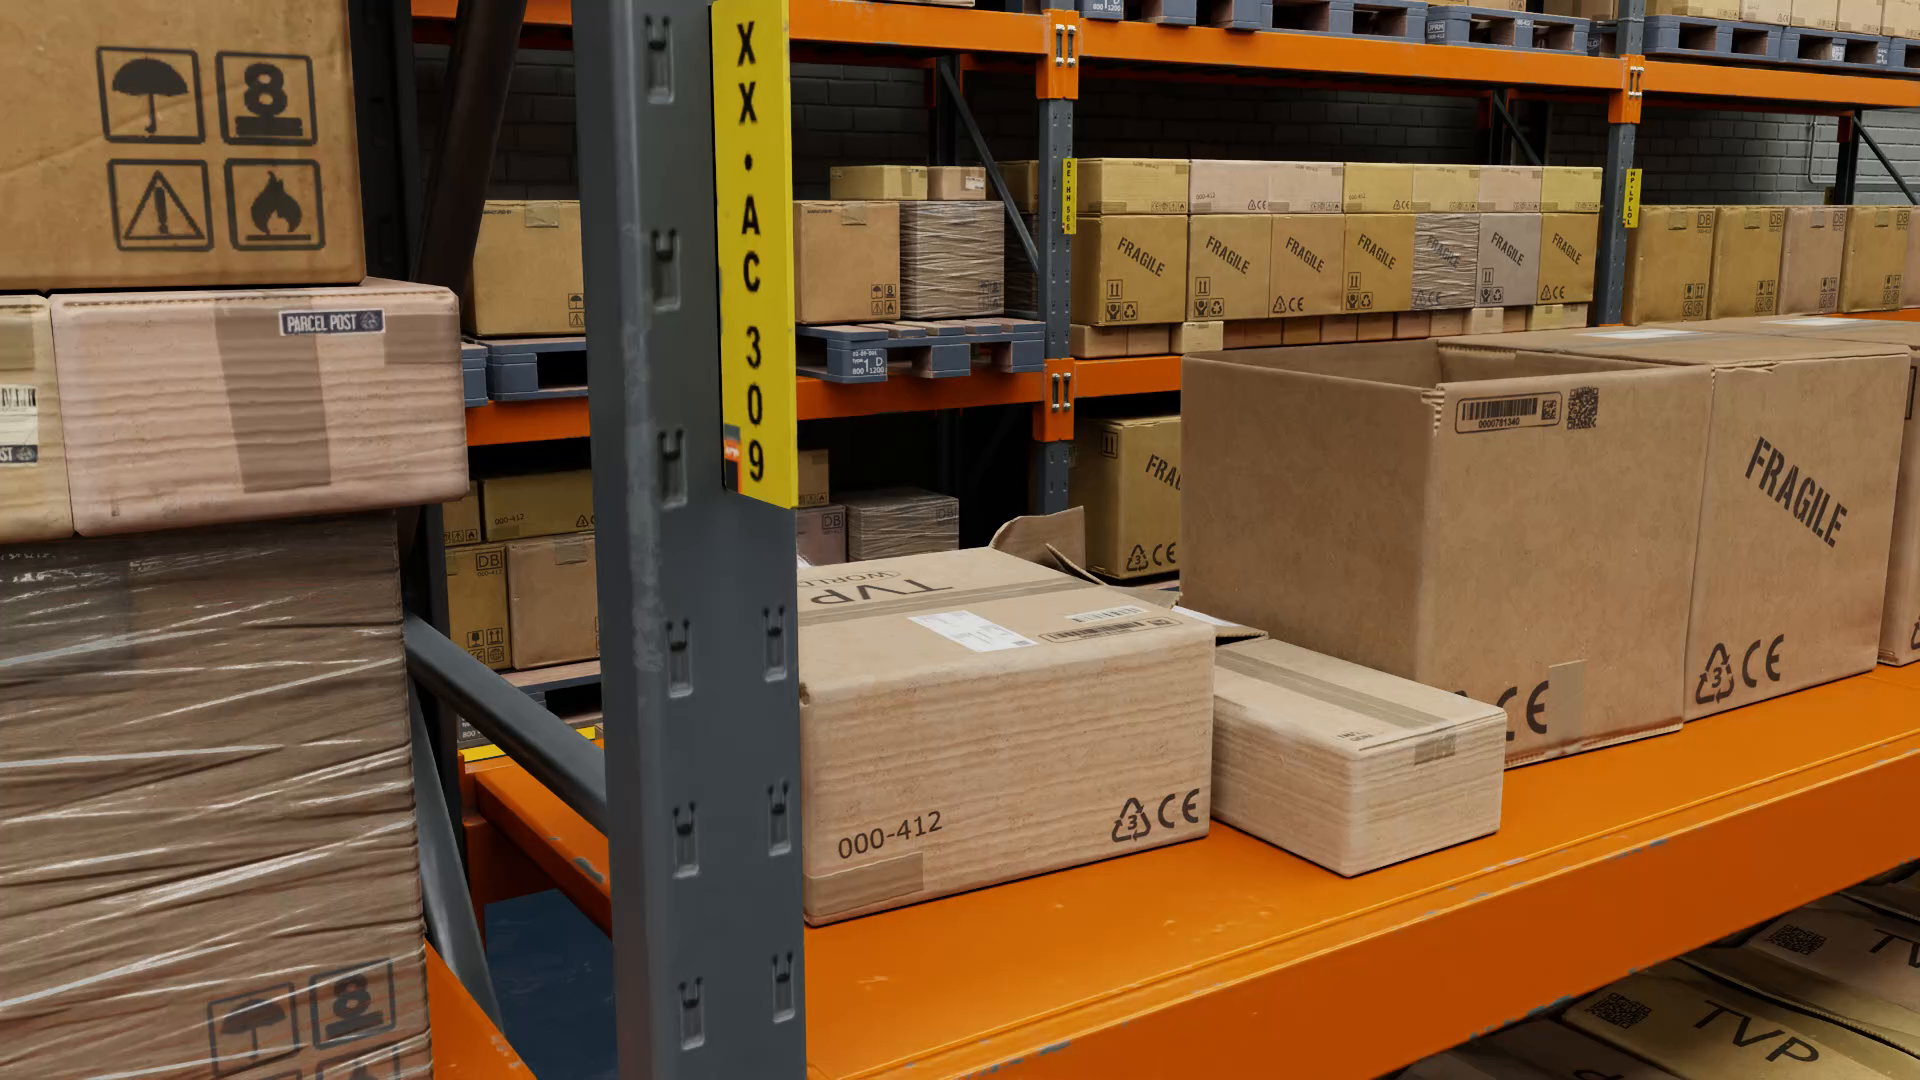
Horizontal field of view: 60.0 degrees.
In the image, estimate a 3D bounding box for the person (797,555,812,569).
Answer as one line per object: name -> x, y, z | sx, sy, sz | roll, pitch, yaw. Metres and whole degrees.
person -> -0.782, 0.360, 5.825 | 0.850, 1.011, 0.488 | -8, 14, -33
